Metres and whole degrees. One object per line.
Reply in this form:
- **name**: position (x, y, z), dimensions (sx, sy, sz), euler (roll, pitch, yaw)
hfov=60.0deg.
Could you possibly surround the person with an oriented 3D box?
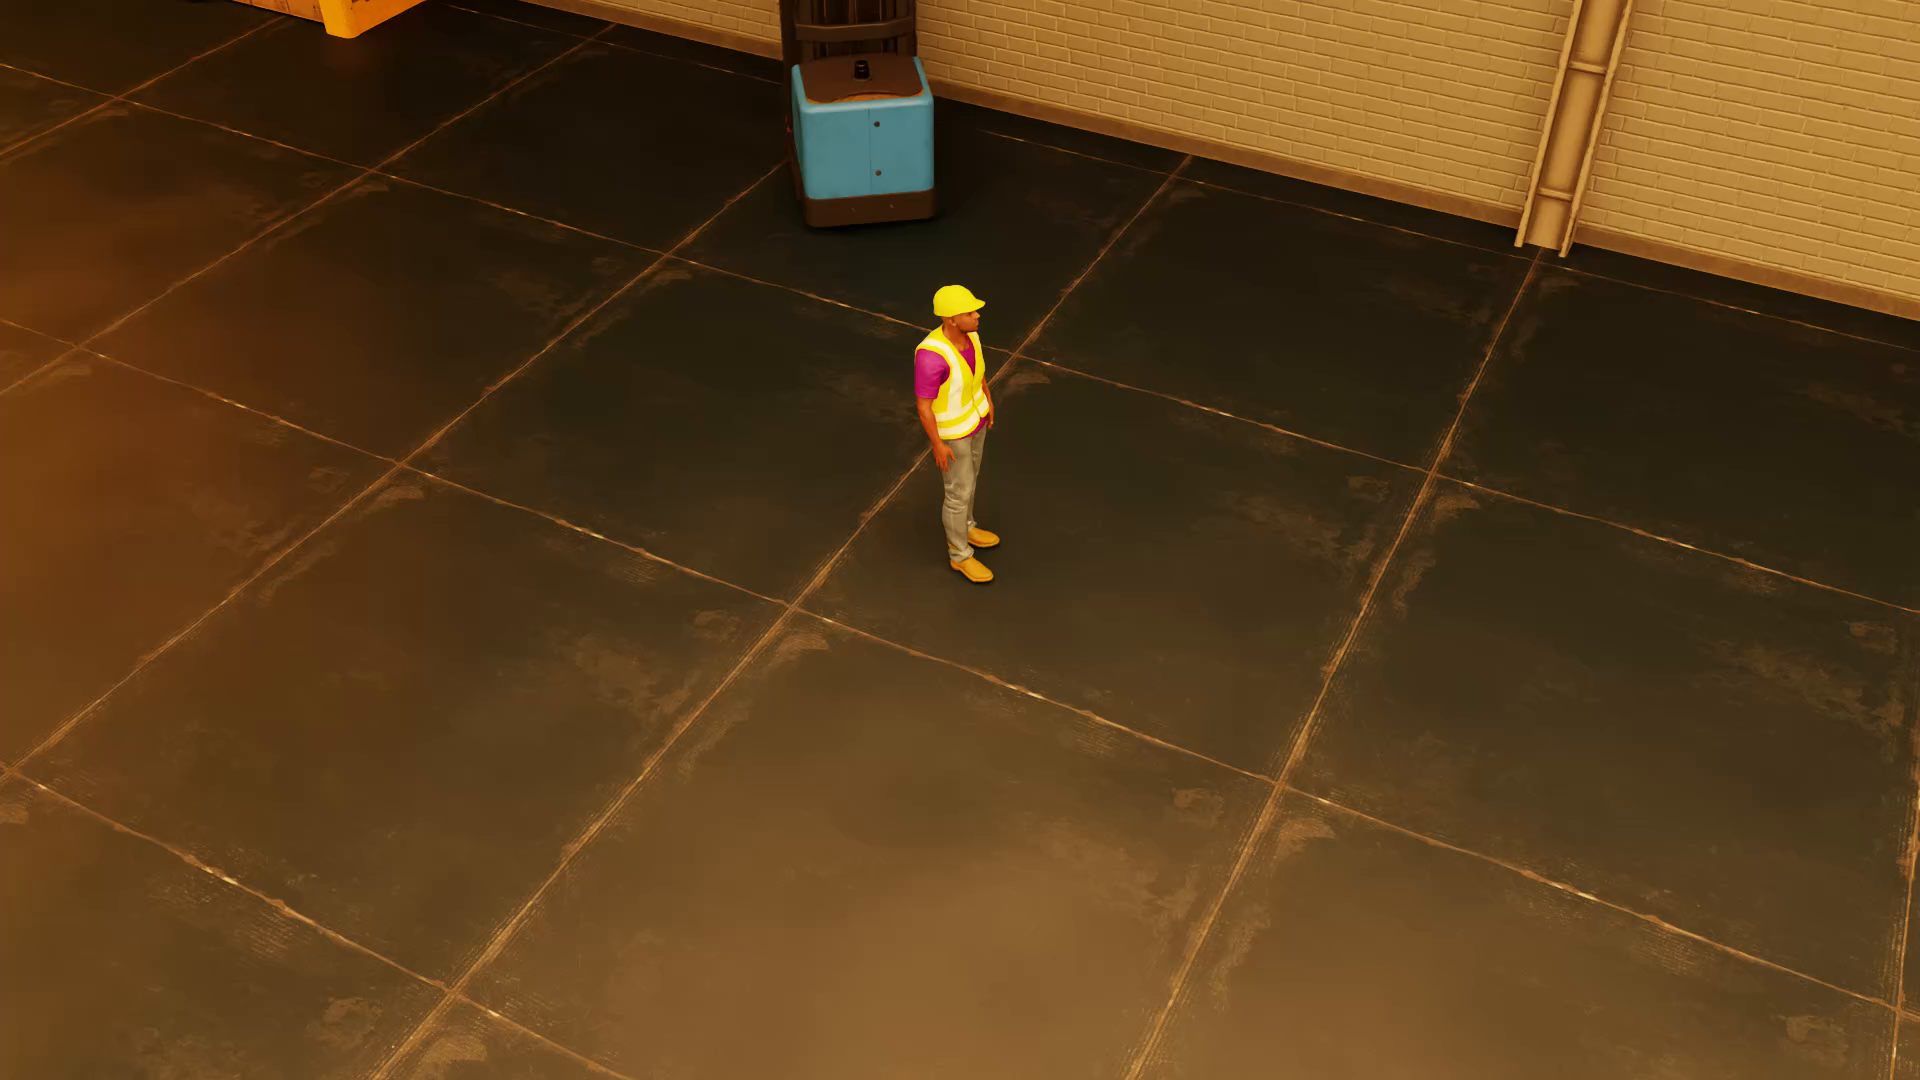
- **person**: position (0.059, -0.657, 9.660), dimensions (0.577, 1.765, 0.665), euler (18, 43, 21)

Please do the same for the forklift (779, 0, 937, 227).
- **forklift**: position (-0.934, -4.529, 13.364), dimensions (1.130, 2.935, 3.031), euler (-6, 40, -7)
